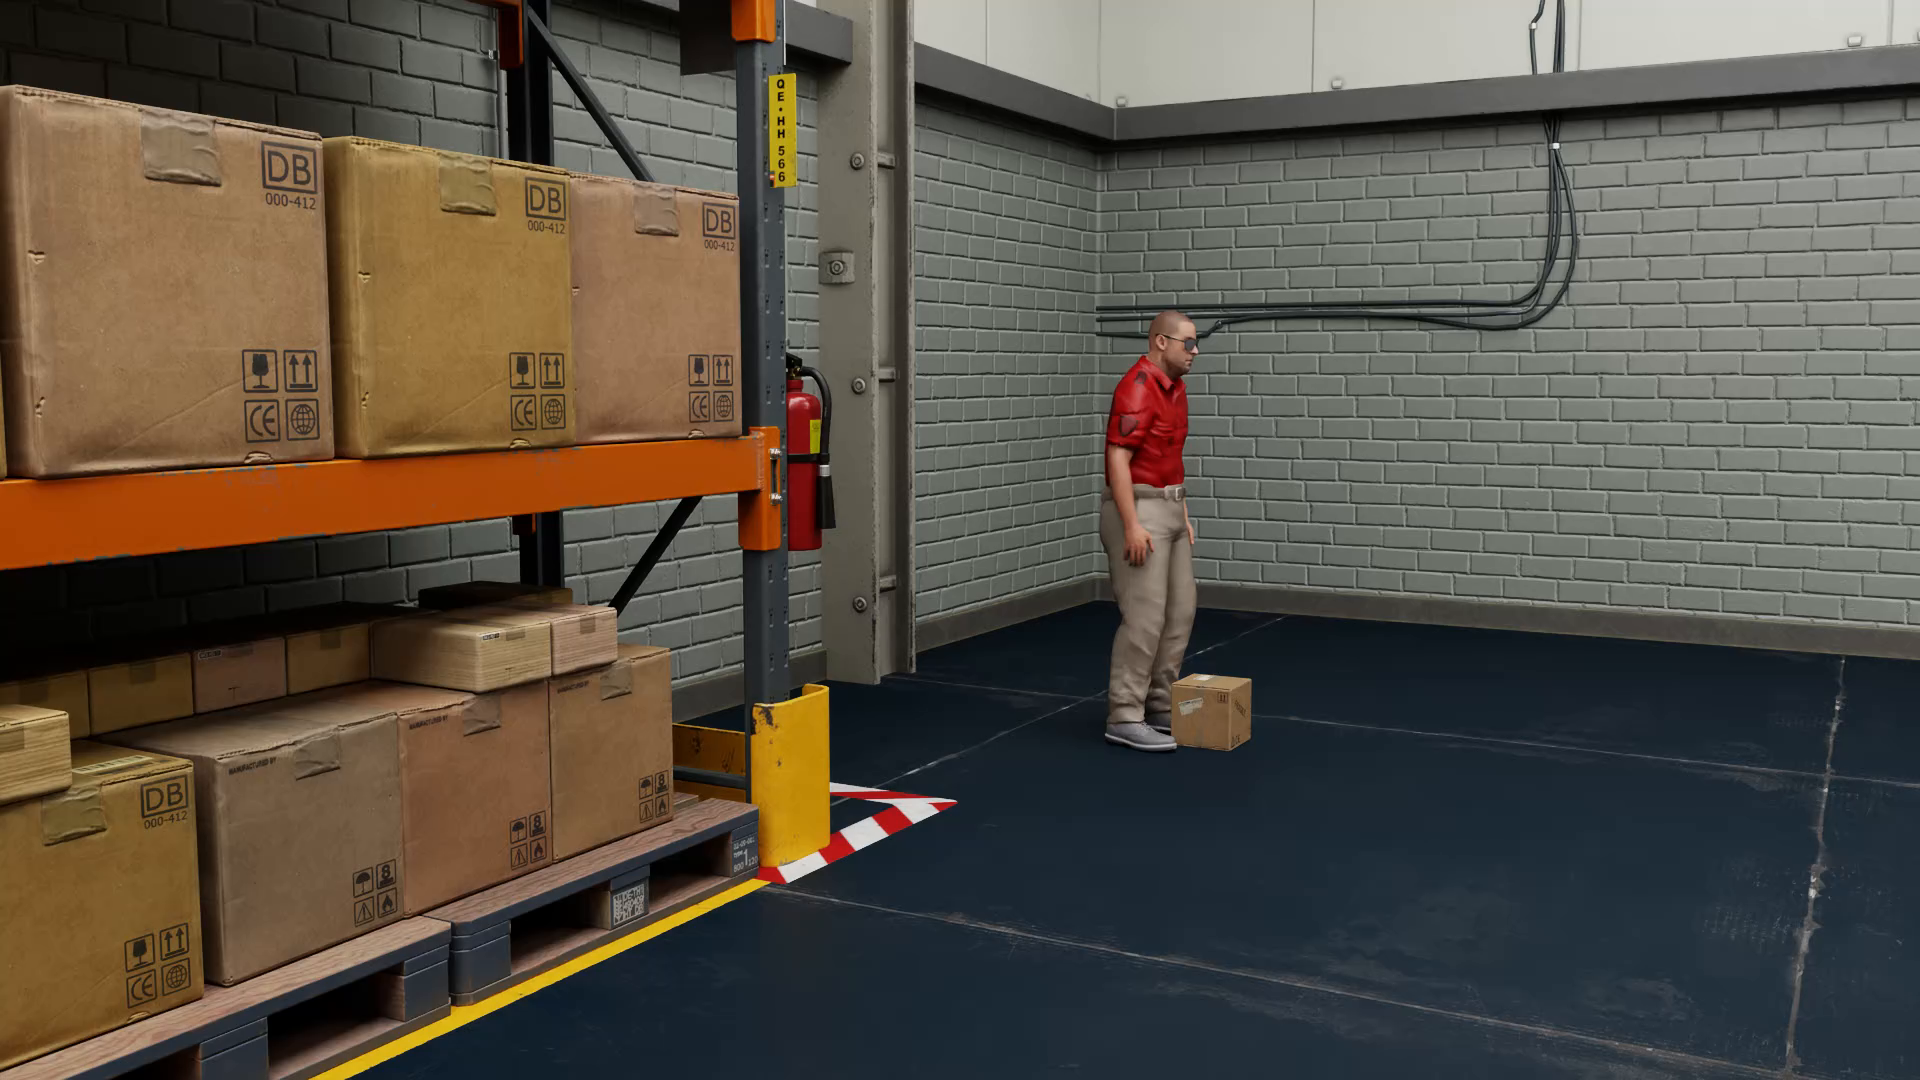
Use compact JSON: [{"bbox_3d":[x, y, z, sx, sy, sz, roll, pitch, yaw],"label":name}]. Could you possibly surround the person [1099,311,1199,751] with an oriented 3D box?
[{"bbox_3d":[0.800,-0.055,6.725,0.421,1.727,0.586,3,7,29],"label":"person"}]
